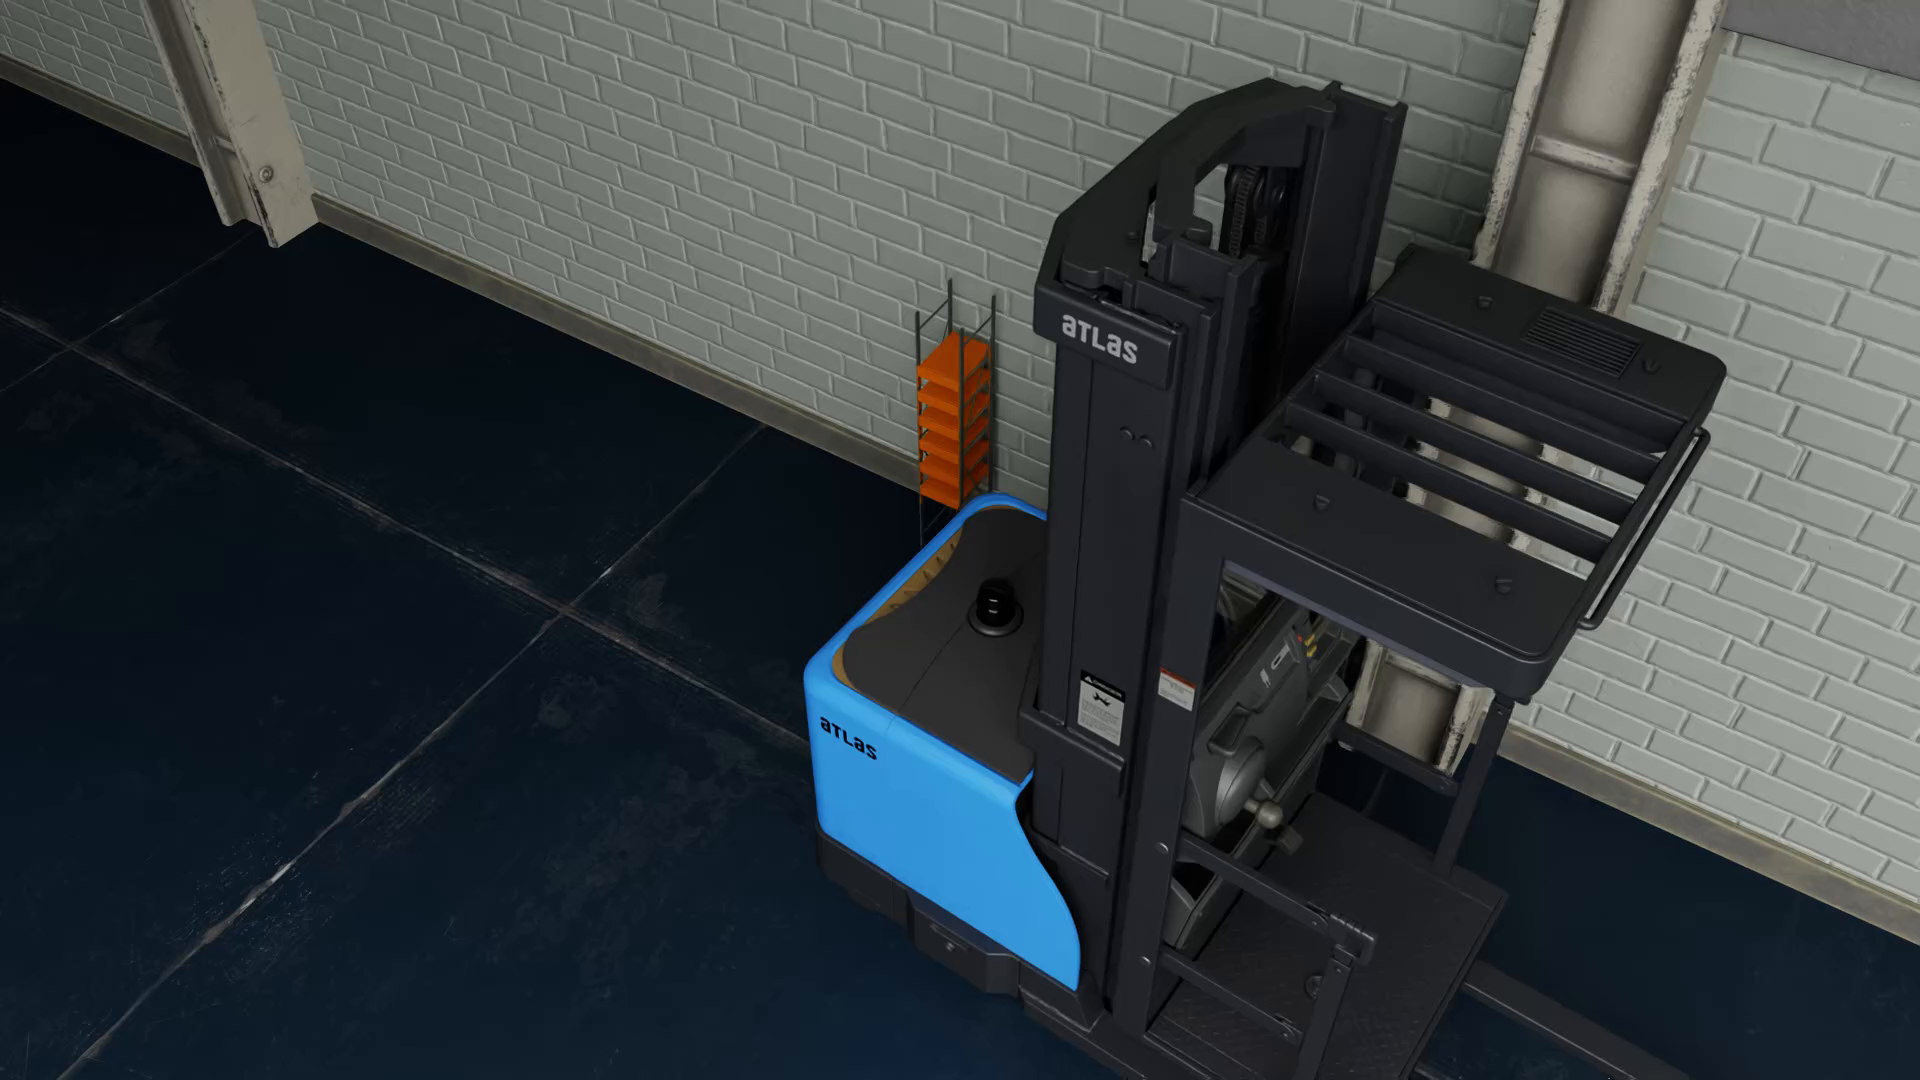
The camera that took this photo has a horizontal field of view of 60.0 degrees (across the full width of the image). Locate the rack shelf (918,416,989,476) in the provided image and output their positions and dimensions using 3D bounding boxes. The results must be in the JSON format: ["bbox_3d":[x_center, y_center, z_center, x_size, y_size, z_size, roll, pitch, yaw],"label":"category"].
[{"bbox_3d":[-0.015,-0.386,6.351,0.180,0.103,0.258,24,50,21],"label":"rack shelf"}]

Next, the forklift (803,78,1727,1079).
[{"bbox_3d":[1.012,0.444,4.275,3.031,2.935,1.130,27,52,24],"label":"forklift"}]

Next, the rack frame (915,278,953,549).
[{"bbox_3d":[-0.093,-0.452,6.352,0.006,1.200,0.240,24,50,21],"label":"rack frame"}]

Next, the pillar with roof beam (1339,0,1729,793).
[{"bbox_3d":[-0.703,0.190,0.290,0.400,9.000,9.100,25,51,22],"label":"pillar with roof beam"}]

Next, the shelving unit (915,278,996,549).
[{"bbox_3d":[-0.015,-0.417,6.319,0.189,1.200,0.258,24,50,21],"label":"shelving unit"}]

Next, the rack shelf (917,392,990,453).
[{"bbox_3d":[-0.015,-0.470,6.265,0.180,0.103,0.258,24,50,21],"label":"rack shelf"}]

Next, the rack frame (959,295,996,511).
[{"bbox_3d":[0.063,-0.383,6.285,0.006,1.200,0.240,24,50,21],"label":"rack frame"}]

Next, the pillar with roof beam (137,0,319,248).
[{"bbox_3d":[-5.754,-2.133,2.548,0.400,9.000,9.100,25,51,22],"label":"pillar with roof beam"}]

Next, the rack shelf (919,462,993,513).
[{"bbox_3d":[-0.015,-0.219,6.523,0.180,0.103,0.258,24,50,21],"label":"rack shelf"}]

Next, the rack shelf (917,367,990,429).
[{"bbox_3d":[-0.015,-0.554,6.179,0.180,0.103,0.258,24,50,21],"label":"rack shelf"}]

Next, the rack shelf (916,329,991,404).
[{"bbox_3d":[-0.015,-0.637,6.093,0.180,0.103,0.258,24,50,21],"label":"rack shelf"}]

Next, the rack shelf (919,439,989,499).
[{"bbox_3d":[-0.015,-0.303,6.437,0.180,0.103,0.258,24,50,21],"label":"rack shelf"}]
